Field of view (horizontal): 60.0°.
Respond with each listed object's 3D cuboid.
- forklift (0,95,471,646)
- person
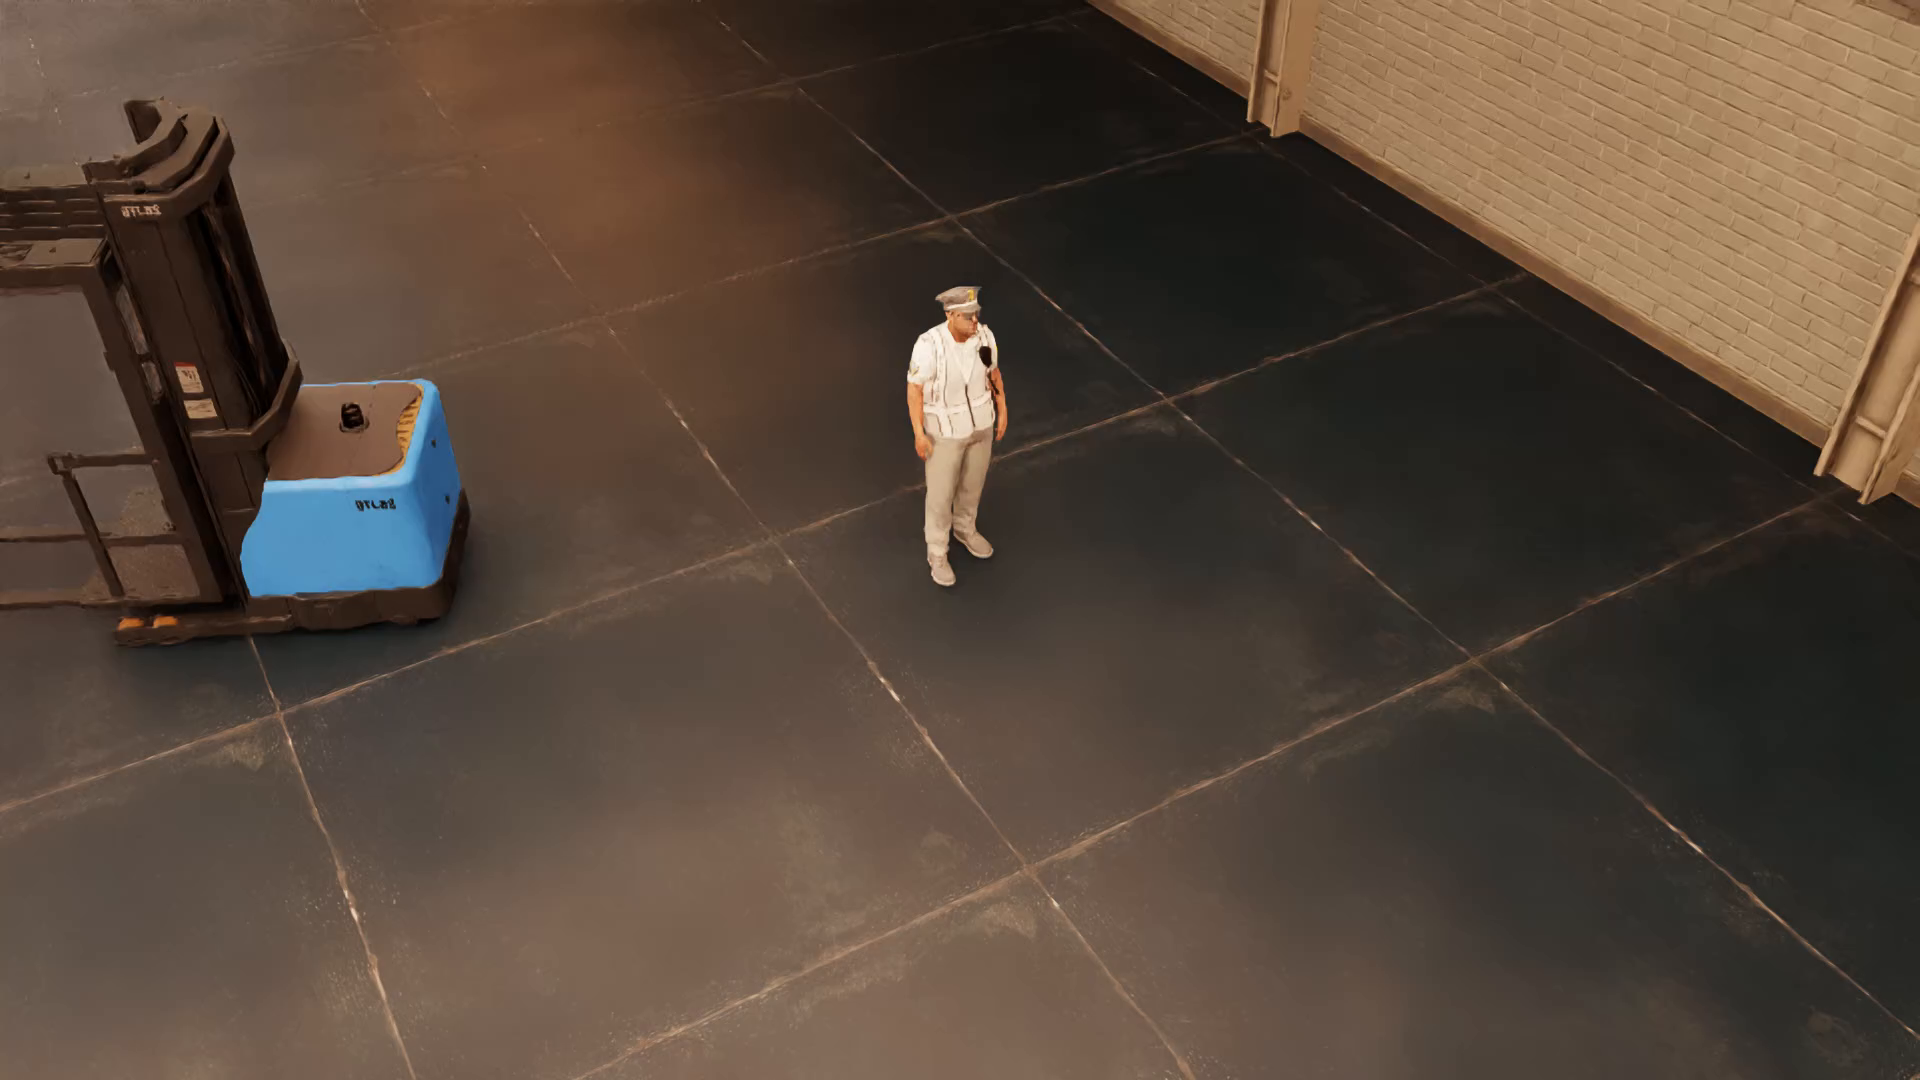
[{"bbox_3d":[-4.531,-0.869,9.084,3.031,2.935,1.130,-3,40,-4],"label":"forklift"},{"bbox_3d":[0.029,-0.644,9.703,0.640,1.778,0.574,-20,44,-23],"label":"person"}]
